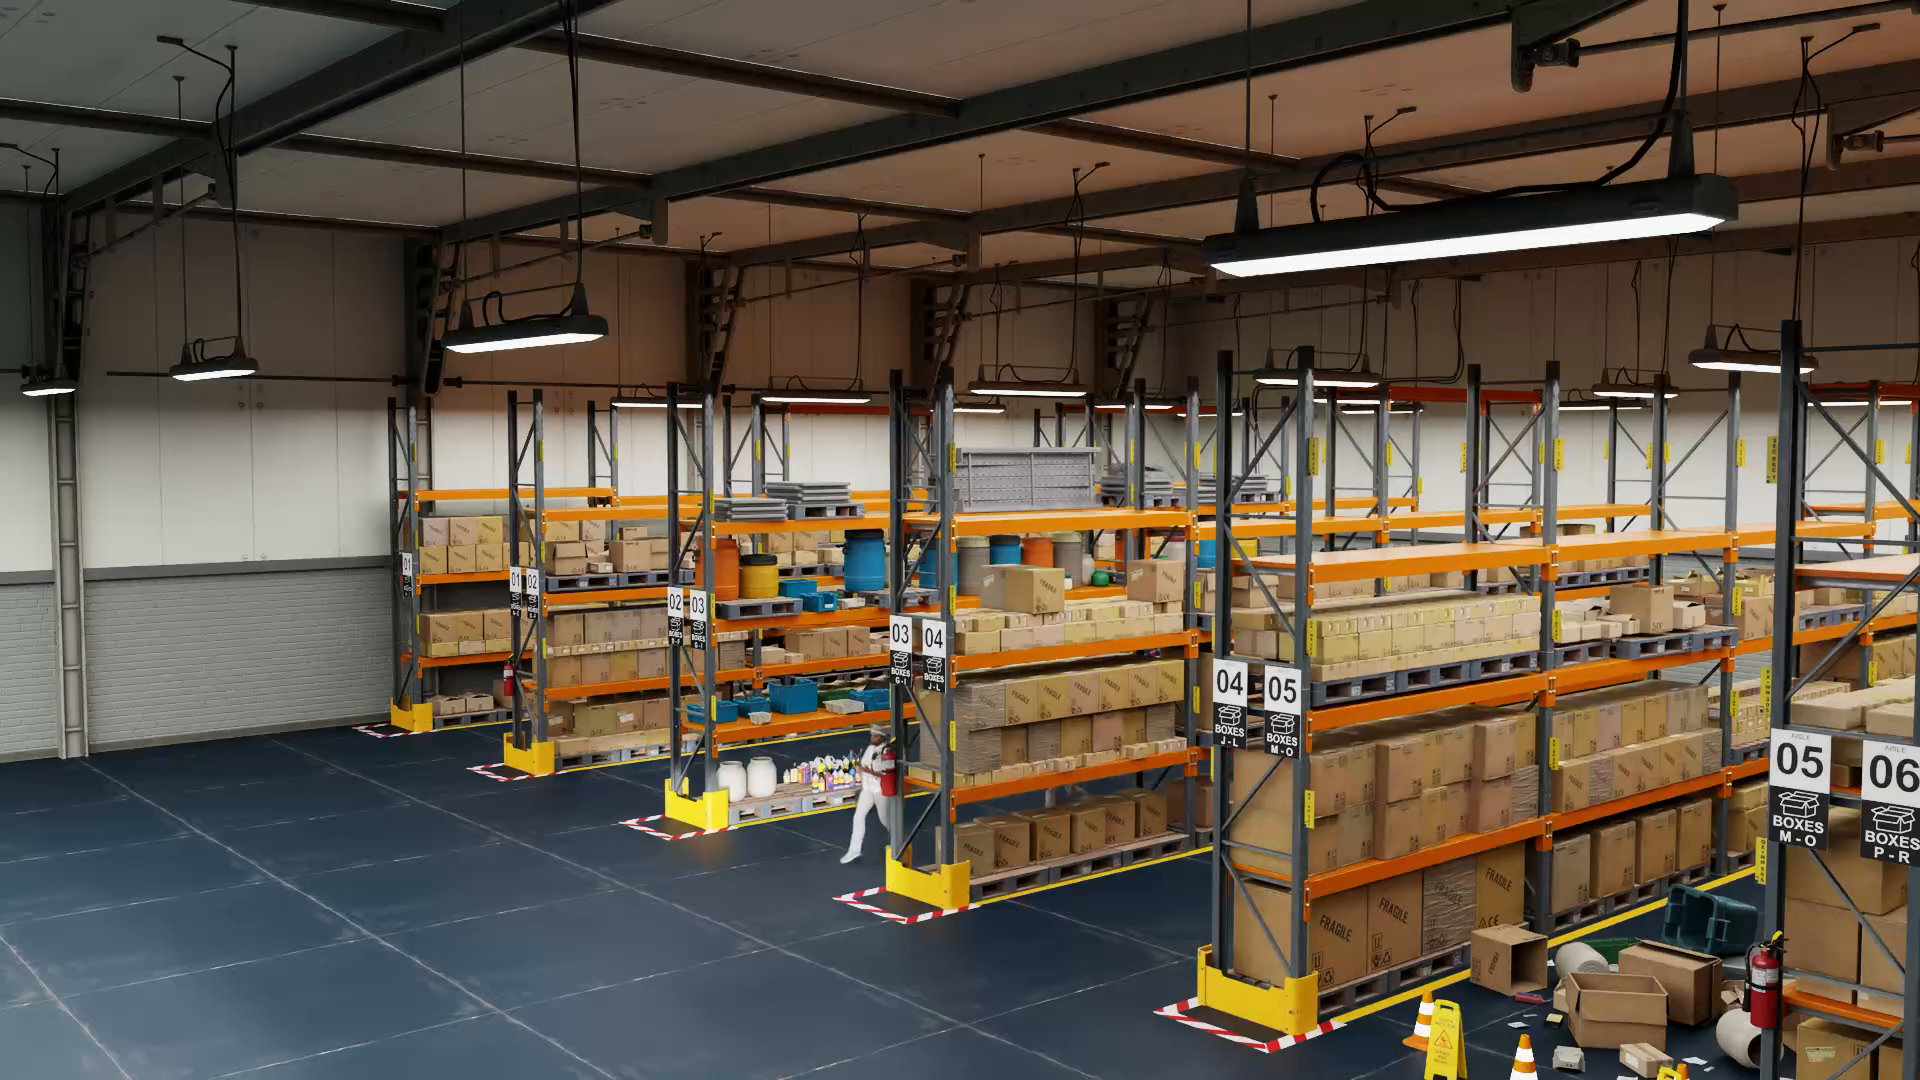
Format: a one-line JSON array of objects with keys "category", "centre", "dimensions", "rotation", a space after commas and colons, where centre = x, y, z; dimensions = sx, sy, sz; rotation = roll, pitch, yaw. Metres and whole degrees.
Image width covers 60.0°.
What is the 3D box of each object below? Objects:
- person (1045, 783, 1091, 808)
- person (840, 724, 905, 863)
[{"category": "person", "centre": [1.408, 2.965, 22.386], "dimensions": [0.968, 1.747, 0.710], "rotation": [-3, 4, -41]}, {"category": "person", "centre": [-1.028, 3.081, 20.397], "dimensions": [0.568, 1.681, 0.900], "rotation": [3, 5, 43]}]
